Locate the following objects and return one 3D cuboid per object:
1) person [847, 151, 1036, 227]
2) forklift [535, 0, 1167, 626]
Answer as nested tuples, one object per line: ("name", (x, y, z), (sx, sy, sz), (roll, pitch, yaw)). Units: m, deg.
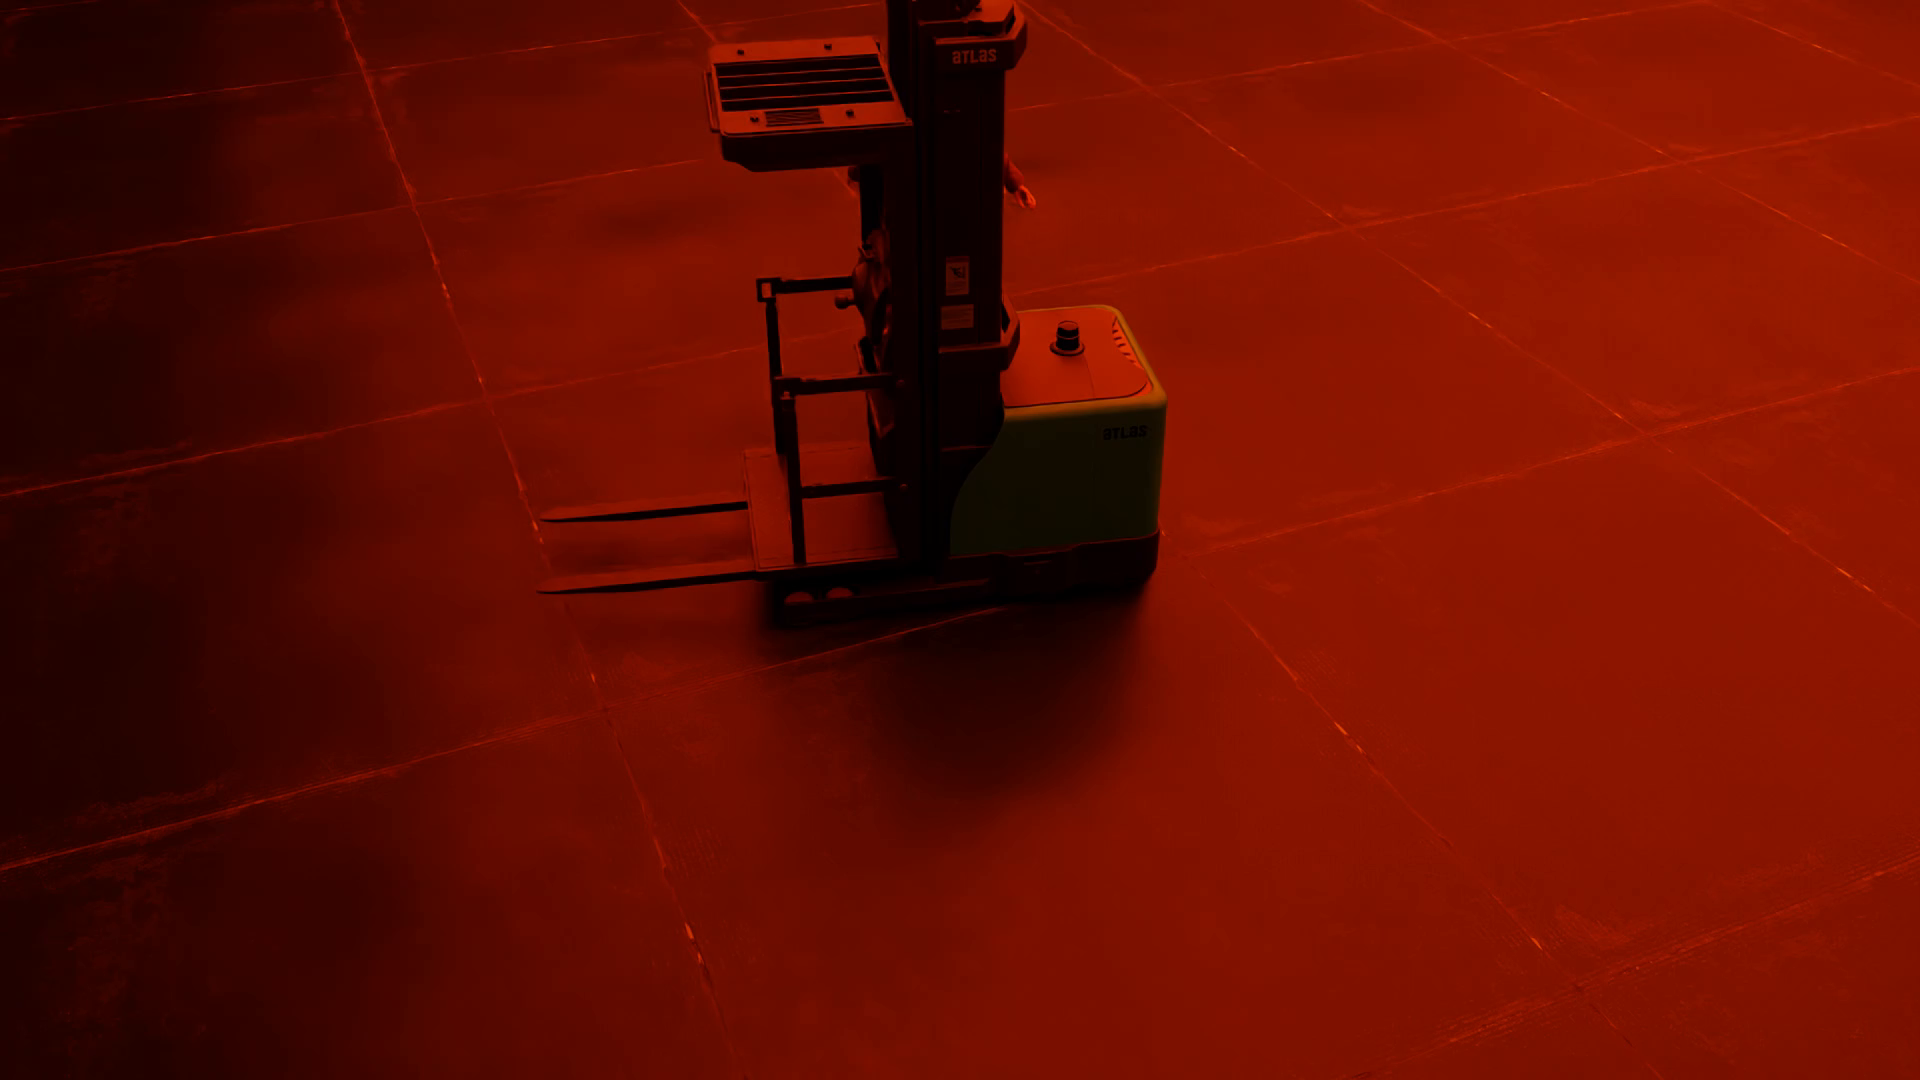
("person", (-0.126, -2.050, 10.212), (1.078, 1.701, 0.567), (-12, 37, -16))
("forklift", (-0.583, -1.109, 7.659), (3.031, 2.935, 1.130), (-6, 36, -8))
